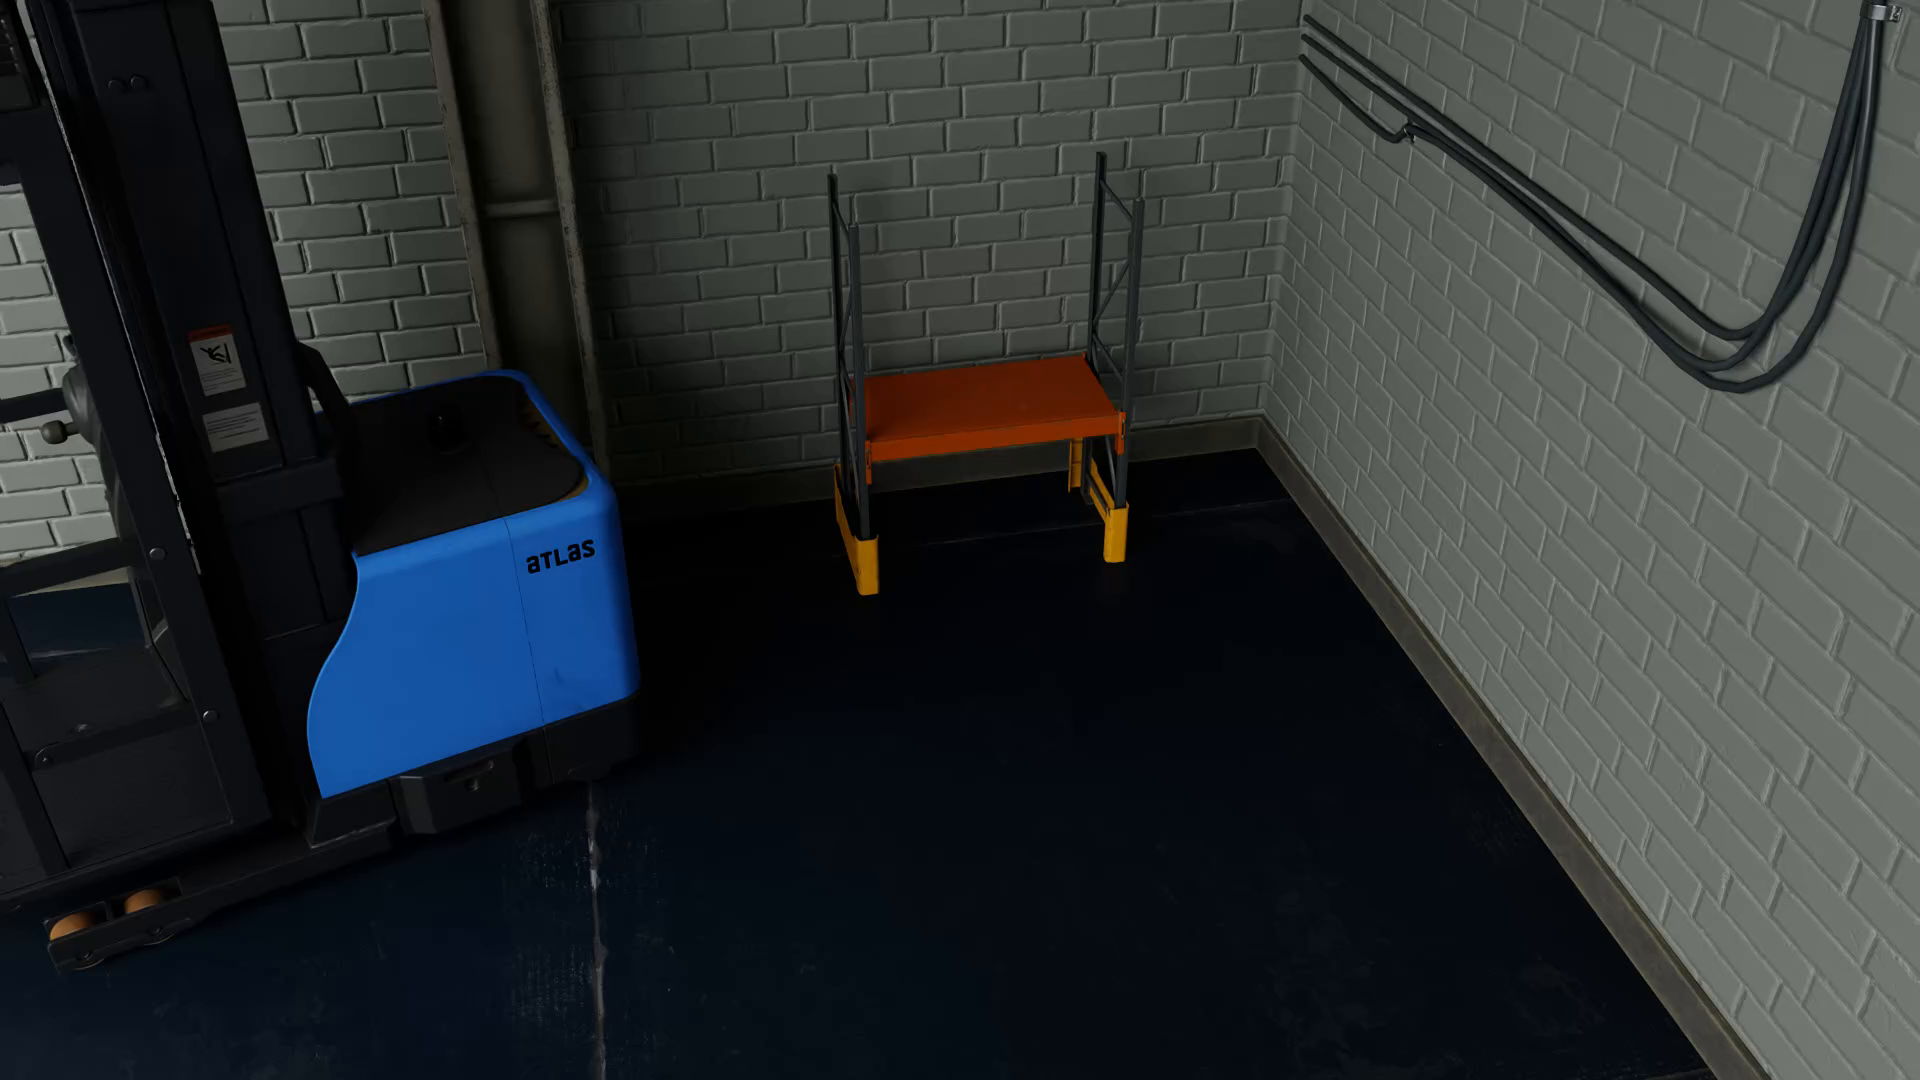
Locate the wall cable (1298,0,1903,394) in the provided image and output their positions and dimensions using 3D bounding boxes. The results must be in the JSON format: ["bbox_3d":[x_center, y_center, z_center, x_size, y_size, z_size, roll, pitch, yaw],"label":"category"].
[{"bbox_3d":[1.601,-2.071,4.547,0.112,2.526,3.097,-7,35,-11],"label":"wall cable"}]

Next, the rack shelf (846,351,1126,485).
[{"bbox_3d":[0.083,-0.484,6.448,1.000,0.185,0.538,-7,35,-11],"label":"rack shelf"}]

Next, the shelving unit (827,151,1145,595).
[{"bbox_3d":[0.074,-0.632,6.346,1.083,1.500,0.587,-7,35,-11],"label":"shelving unit"}]

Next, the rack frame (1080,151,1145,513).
[{"bbox_3d":[0.579,-0.696,6.441,0.032,1.500,0.500,-7,35,-11],"label":"rack frame"}]

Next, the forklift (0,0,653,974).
[{"bbox_3d":[-2.574,-0.297,4.562,3.031,2.935,1.130,-18,38,-24],"label":"forklift"}]

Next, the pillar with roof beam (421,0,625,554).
[{"bbox_3d":[-0.614,-1.377,0.726,0.400,9.000,9.100,-7,35,-11],"label":"pillar with roof beam"}]

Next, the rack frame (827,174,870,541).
[{"bbox_3d":[-0.413,-0.571,6.255,0.032,1.500,0.500,-7,35,-11],"label":"rack frame"}]

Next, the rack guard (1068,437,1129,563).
[{"bbox_3d":[0.560,-0.174,6.786,0.087,0.250,0.587,-7,35,-11],"label":"rack guard"}]

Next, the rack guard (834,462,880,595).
[{"bbox_3d":[-0.411,-0.052,6.603,0.087,0.250,0.587,-7,35,-11],"label":"rack guard"}]
